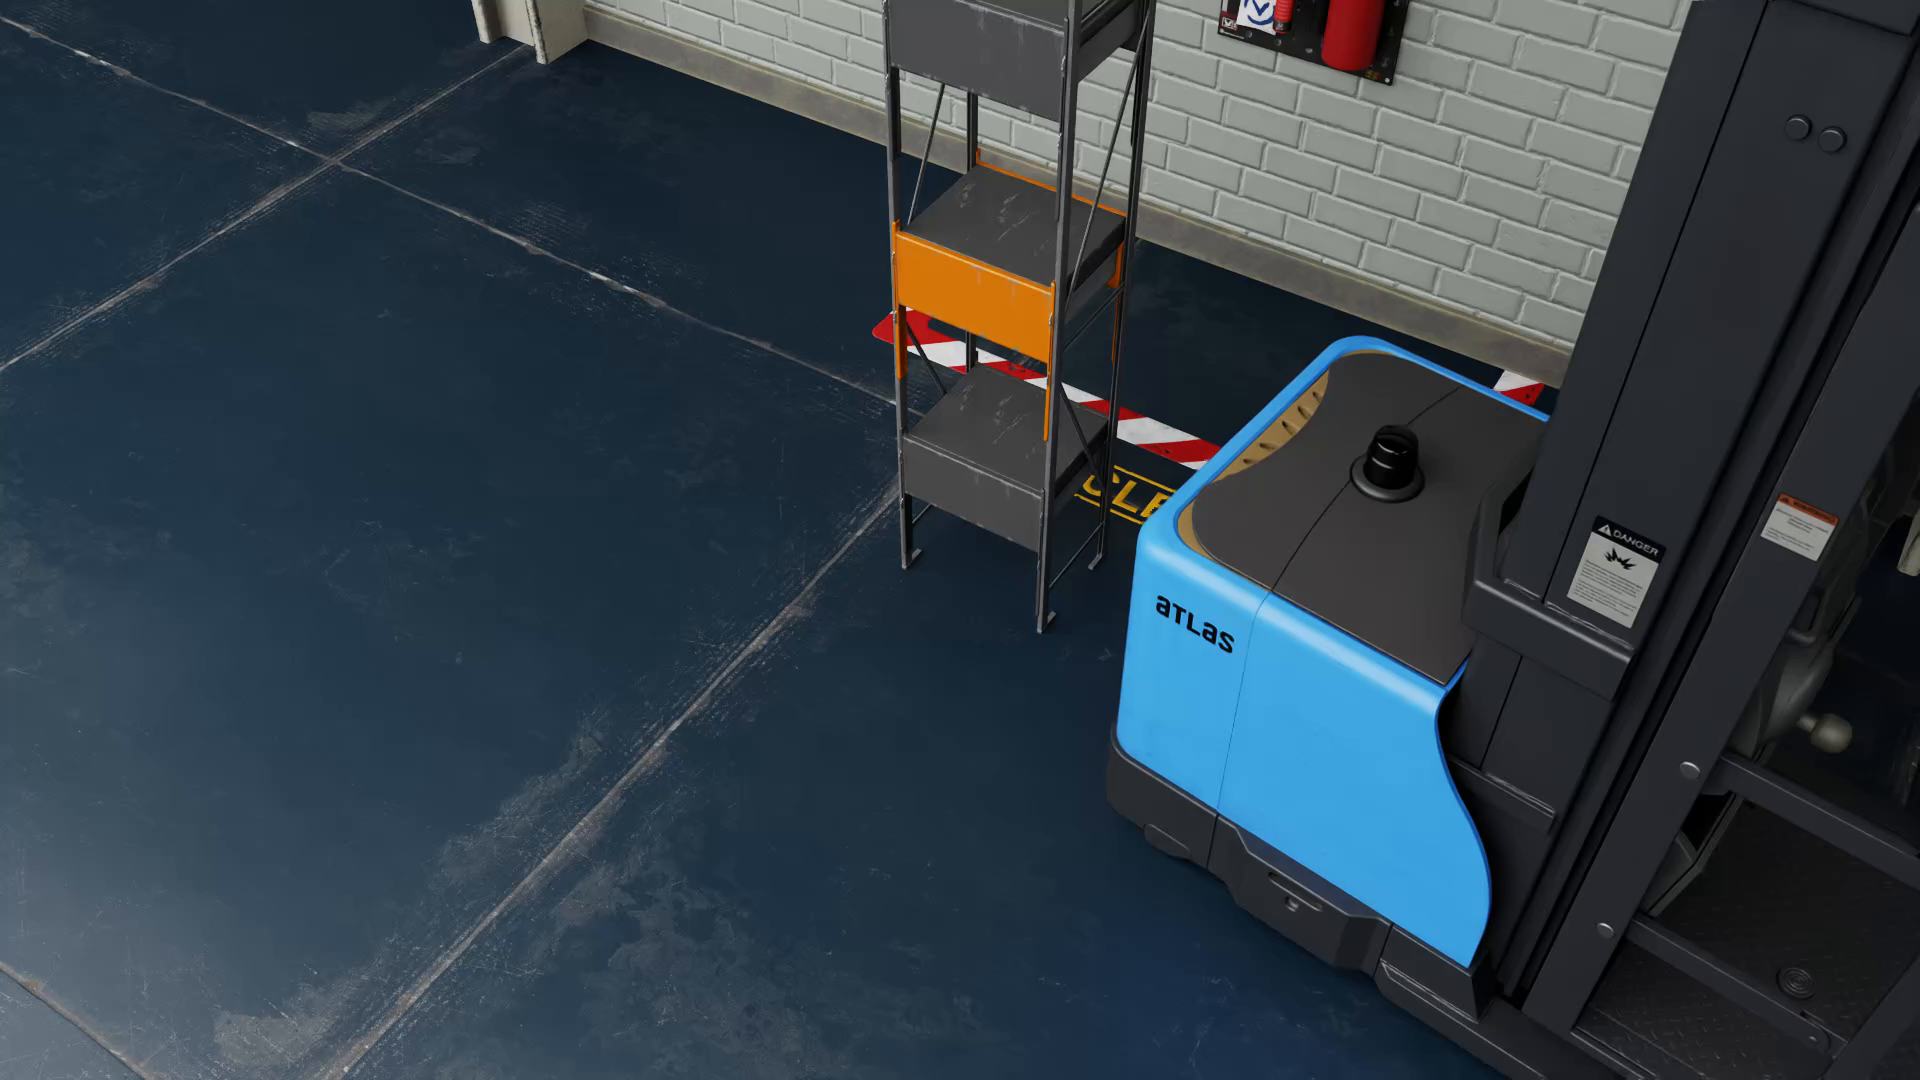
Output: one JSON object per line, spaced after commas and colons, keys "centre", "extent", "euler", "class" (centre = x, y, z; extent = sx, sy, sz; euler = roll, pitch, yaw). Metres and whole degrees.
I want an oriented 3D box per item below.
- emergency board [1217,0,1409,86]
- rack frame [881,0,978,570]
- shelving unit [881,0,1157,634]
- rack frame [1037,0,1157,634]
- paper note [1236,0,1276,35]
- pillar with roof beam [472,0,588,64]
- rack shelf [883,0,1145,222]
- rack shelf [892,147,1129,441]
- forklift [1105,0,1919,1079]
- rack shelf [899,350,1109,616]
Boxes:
{"centre": [1.097, -1.949, 5.052], "extent": [0.643, 1.169, 0.194], "euler": [25, 51, 22], "class": "emergency board"}
{"centre": [-0.066, -0.762, 4.527], "extent": [0.015, 2.100, 0.400], "euler": [25, 51, 22], "class": "rack frame"}
{"centre": [0.139, -0.668, 4.435], "extent": [0.503, 2.100, 0.431], "euler": [25, 51, 22], "class": "shelving unit"}
{"centre": [0.345, -0.573, 4.343], "extent": [0.015, 2.100, 0.400], "euler": [25, 51, 22], "class": "rack frame"}
{"centre": [0.986, -1.752, 5.475], "extent": [0.142, 0.148, 0.016], "euler": [25, 51, 22], "class": "paper note"}
{"centre": [-4.218, -2.784, 1.681], "extent": [0.400, 9.000, 9.100], "euler": [25, 51, 22], "class": "pillar with roof beam"}
{"centre": [0.139, -1.146, 3.942], "extent": [0.480, 0.518, 0.431], "euler": [25, 51, 22], "class": "rack shelf"}
{"centre": [0.139, -0.658, 4.444], "extent": [0.480, 0.518, 0.431], "euler": [25, 51, 22], "class": "rack shelf"}
{"centre": [1.851, 0.112, 3.097], "extent": [3.031, 2.935, 1.130], "euler": [30, 53, 26], "class": "forklift"}
{"centre": [0.139, -0.170, 4.946], "extent": [0.480, 0.518, 0.431], "euler": [25, 51, 22], "class": "rack shelf"}
